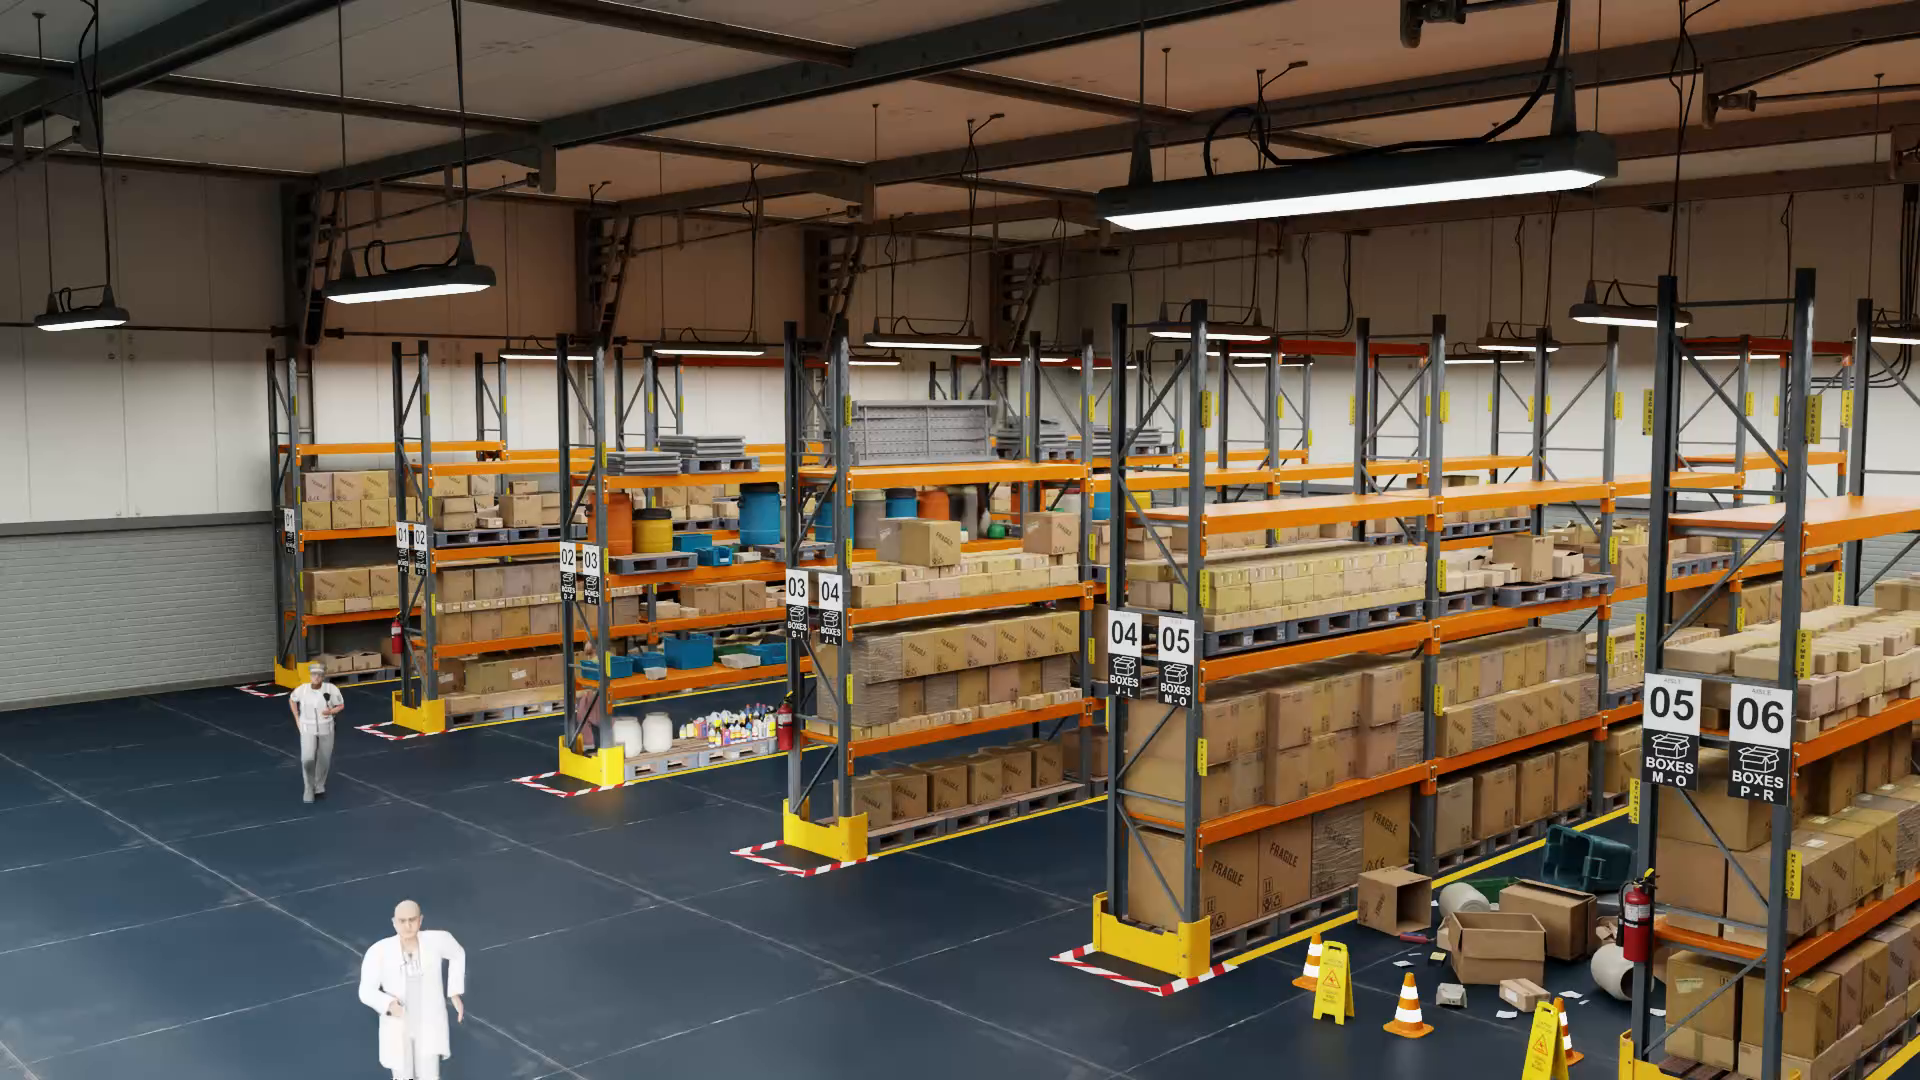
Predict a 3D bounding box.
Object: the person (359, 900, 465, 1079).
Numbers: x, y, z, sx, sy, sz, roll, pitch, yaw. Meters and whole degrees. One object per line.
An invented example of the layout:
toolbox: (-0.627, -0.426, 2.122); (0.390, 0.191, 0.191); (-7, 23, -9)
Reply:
person: (-3.692, 3.317, 11.230); (0.665, 1.807, 0.878); (-1, 5, -14)

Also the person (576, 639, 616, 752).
person: (-5.306, 2.249, 24.337); (0.771, 1.655, 0.588); (-4, 7, -41)

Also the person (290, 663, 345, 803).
person: (-8.213, 2.458, 21.282); (0.643, 1.808, 0.780); (-2, 5, -23)
